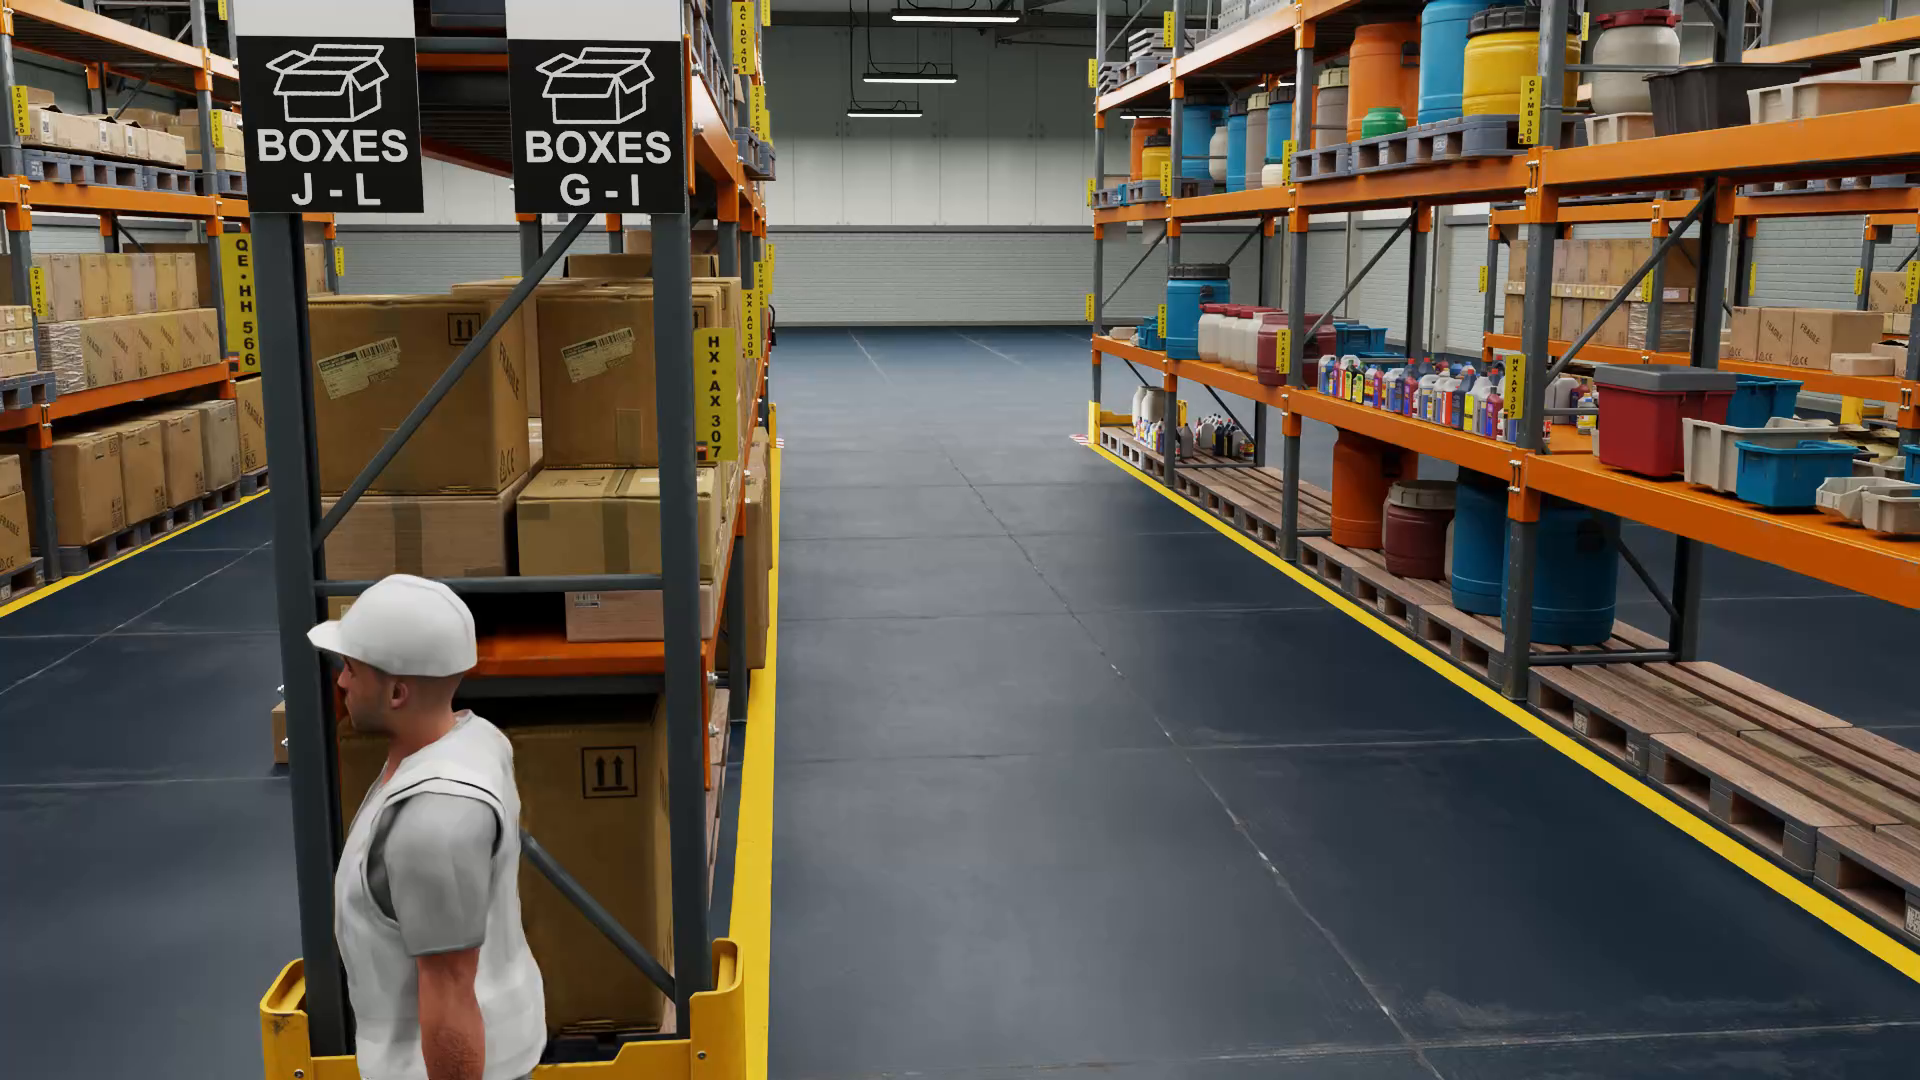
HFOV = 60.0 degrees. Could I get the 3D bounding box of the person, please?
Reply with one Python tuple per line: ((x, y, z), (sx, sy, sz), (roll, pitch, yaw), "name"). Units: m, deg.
((-0.836, 0.935, 2.935), (0.767, 1.775, 0.601), (-2, 10, -10), "person")
